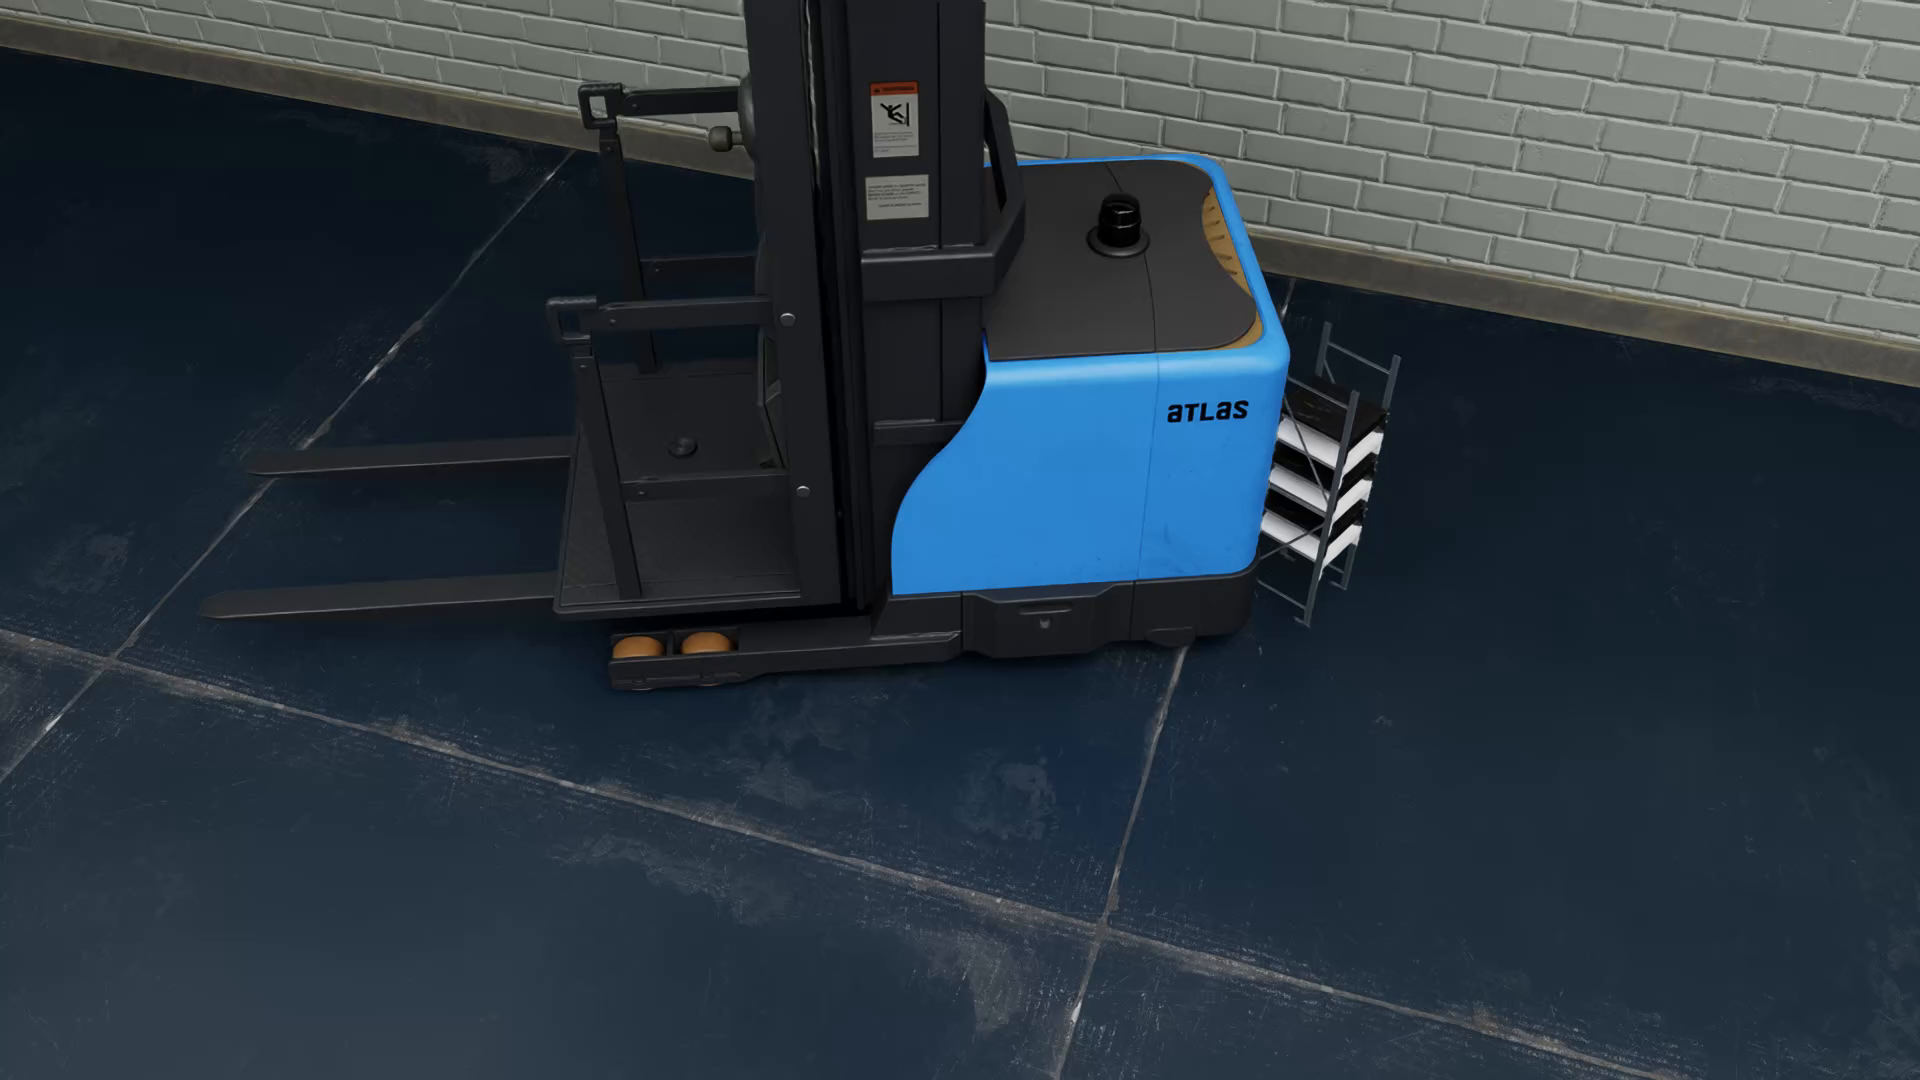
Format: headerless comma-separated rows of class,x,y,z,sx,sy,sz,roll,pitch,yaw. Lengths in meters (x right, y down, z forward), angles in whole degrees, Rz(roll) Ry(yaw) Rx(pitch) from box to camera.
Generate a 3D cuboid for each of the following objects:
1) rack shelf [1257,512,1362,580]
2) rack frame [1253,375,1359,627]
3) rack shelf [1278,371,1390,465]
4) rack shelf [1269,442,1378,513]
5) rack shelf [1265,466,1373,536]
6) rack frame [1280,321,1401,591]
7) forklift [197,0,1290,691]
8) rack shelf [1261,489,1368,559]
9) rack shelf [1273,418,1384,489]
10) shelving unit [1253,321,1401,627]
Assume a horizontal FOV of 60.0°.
rack shelf,1.025,-0.019,4.931,0.258,0.077,0.200,33,53,29
rack frame,0.957,-0.119,4.728,0.240,0.900,0.006,33,53,29
rack shelf,1.025,-0.341,4.616,0.258,0.077,0.200,33,53,29
rack shelf,1.025,-0.212,4.742,0.258,0.077,0.200,33,53,29
rack shelf,1.025,-0.148,4.805,0.258,0.077,0.200,33,53,29
rack frame,1.094,-0.224,4.836,0.240,0.900,0.006,33,53,29
forklift,-0.685,-0.999,4.176,3.031,2.935,1.130,-3,44,-4
rack shelf,1.025,-0.083,4.868,0.258,0.077,0.200,33,53,29
rack shelf,1.025,-0.276,4.679,0.258,0.077,0.200,33,53,29
shelving unit,1.025,-0.172,4.782,0.258,0.900,0.210,33,53,29
